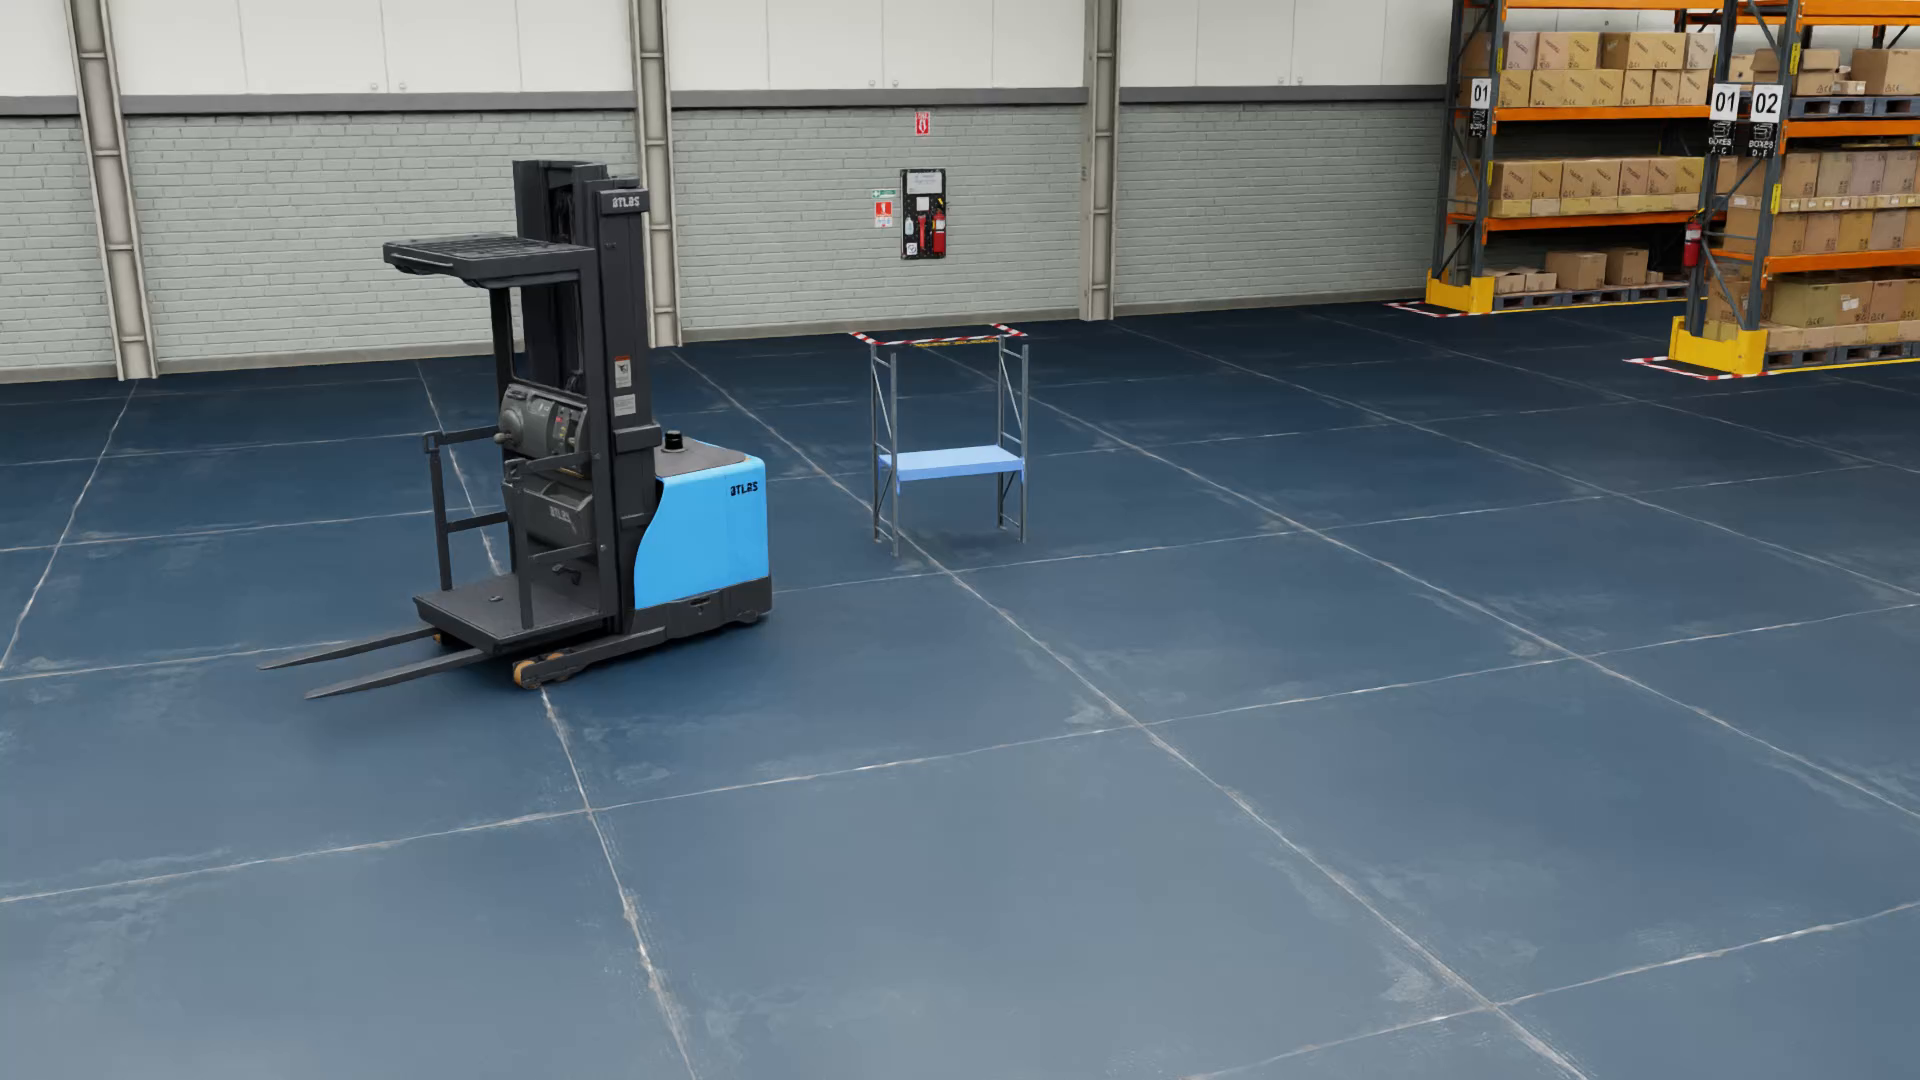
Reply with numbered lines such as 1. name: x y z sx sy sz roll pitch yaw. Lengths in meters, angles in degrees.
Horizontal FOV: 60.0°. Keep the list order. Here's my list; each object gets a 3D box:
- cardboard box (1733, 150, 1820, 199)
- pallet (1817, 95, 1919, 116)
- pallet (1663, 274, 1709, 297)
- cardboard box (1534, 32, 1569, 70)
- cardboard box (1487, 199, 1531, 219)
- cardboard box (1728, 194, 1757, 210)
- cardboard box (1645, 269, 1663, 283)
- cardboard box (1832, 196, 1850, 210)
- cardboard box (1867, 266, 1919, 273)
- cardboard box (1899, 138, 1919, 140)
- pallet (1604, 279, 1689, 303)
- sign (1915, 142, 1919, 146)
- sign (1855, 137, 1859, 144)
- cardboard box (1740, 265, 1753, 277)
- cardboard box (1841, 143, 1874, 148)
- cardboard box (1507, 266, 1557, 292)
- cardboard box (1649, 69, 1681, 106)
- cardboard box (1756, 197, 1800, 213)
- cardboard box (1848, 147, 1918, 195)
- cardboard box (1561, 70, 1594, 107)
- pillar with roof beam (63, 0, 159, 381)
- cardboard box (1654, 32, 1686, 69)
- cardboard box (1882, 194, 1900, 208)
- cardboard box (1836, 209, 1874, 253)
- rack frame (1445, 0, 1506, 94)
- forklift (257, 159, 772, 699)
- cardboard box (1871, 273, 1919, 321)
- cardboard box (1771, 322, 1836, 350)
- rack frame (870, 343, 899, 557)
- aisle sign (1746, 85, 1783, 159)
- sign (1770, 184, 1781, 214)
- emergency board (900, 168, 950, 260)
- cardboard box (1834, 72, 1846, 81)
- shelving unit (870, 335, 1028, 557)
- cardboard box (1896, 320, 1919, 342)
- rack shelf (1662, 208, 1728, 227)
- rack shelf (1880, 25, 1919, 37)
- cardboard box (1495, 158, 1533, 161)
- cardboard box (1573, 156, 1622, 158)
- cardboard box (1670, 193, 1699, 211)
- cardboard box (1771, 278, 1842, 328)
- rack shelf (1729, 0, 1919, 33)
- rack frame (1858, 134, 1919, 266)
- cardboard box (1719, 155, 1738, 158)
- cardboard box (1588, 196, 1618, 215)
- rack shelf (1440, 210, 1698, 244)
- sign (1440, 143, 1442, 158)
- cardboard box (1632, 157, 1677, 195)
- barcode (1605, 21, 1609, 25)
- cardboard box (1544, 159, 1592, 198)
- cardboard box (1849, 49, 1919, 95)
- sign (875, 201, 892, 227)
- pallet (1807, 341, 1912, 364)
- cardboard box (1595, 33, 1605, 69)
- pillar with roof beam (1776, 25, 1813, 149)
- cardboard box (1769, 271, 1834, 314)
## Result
1. cardboard box: 9.404 -4.220 19.166 0.500 0.500 0.700 -6 17 -20
2. pallet: 10.725 -5.086 19.428 1.213 0.211 1.003 -6 17 -20
3. pallet: 11.600 -3.948 25.668 1.213 0.211 1.003 -6 17 -20
4. cardboard box: 8.072 -6.793 23.094 0.500 0.500 0.500 -6 18 -21
5. cardboard box: 7.708 -4.707 23.535 0.500 0.250 0.500 -7 18 -22
6. cardboard box: 9.203 -3.949 19.393 0.250 0.149 0.380 -6 18 -21
7. cardboard box: 10.385 -3.997 25.133 0.250 0.166 0.380 -9 18 -27
8. cardboard box: 10.073 -3.920 19.295 0.250 0.149 0.380 -6 18 -21
9. cardboard box: 11.640 -3.129 20.735 0.500 0.500 0.500 -6 17 -20
10. cardboard box: 15.424 -6.336 26.778 0.500 0.250 0.500 -7 18 -22
11. pallet: 10.259 -3.792 25.137 1.213 0.211 1.003 -6 17 -20
12. sign: 14.812 -5.986 25.745 0.005 0.325 0.100 -6 17 -20
13. sign: 14.407 -6.312 26.713 0.005 0.325 0.100 -6 17 -20
14. cardboard box: 12.019 -4.363 25.787 0.500 0.500 0.700 -7 18 -21
15. cardboard box: 14.002 -6.102 25.943 0.250 0.149 0.380 -9 19 -29
16. cardboard box: 8.349 -3.828 24.303 0.500 0.311 0.500 -5 17 -15
17. cardboard box: 10.014 -6.540 24.010 0.500 0.500 0.500 -8 18 -25
18. cardboard box: 9.358 -3.843 19.033 0.250 0.149 0.380 -6 18 -20
19. cardboard box: 10.832 -4.376 19.698 0.500 0.500 0.700 -6 17 -20
20. cardboard box: 8.538 -6.367 23.419 0.500 0.500 0.500 -5 17 -18
21. pillar with roof beam: -7.785 -5.033 13.766 0.400 9.000 9.100 -6 17 -20
22. cardboard box: 9.992 -7.004 23.813 0.500 0.500 0.500 -5 17 -17
23. cardboard box: 10.794 -3.998 19.560 0.250 0.149 0.380 -6 17 -20
24. cardboard box: 10.309 -3.695 19.681 0.500 0.500 0.700 -6 17 -20
25. rack frame: 7.138 -7.682 22.788 0.127 3.000 1.000 -6 17 -20
26. forklift: -2.638 -0.704 9.792 3.031 2.935 1.130 -15 22 -41
27. cardboard box: 11.358 -2.943 20.101 0.500 0.500 0.500 -6 17 -20
28. cardboard box: 9.960 -2.430 19.684 0.500 0.250 0.500 -6 17 -20
29. rack frame: -0.554 -0.660 12.183 0.032 1.500 0.500 -6 17 -20
30. aisle sign: 8.963 -4.661 18.533 0.004 0.787 0.394 -6 17 -20
31. sign: 9.107 -3.808 18.564 0.005 0.325 0.100 -6 17 -20
32. emergency board: -0.441 -4.258 21.774 0.643 1.169 0.194 -6 17 -20
33. cardboard box: 9.895 -5.322 19.348 0.500 0.250 0.500 -6 17 -20
34. shelving unit: -0.080 -0.711 12.358 1.048 1.500 0.538 -6 17 -20
35. cardboard box: 11.363 -2.580 20.195 0.500 0.250 0.500 -6 17 -20
36. rack shelf: 12.741 -5.064 25.795 4.000 0.370 1.077 -6 17 -20
37. rack shelf: 16.476 -8.153 26.379 4.000 0.370 1.077 -6 17 -20
38. cardboard box: 7.976 -5.253 24.062 0.500 0.500 0.500 -6 17 -19
39. cardboard box: 9.408 -5.412 24.605 0.500 0.500 0.500 -6 17 -19
40. cardboard box: 10.540 -5.017 24.591 0.500 0.250 0.500 -6 17 -20
41. cardboard box: 9.961 -2.789 19.577 0.500 0.500 0.500 -6 17 -20
42. rack shelf: 10.782 -6.044 19.195 4.000 0.370 1.077 -6 17 -20
43. rack frame: 14.609 -5.610 26.380 0.127 3.000 1.000 -6 17 -20
44. cardboard box: 11.885 -5.563 25.260 0.500 0.500 0.700 -4 17 -14
45. cardboard box: 9.138 -4.863 24.067 0.500 0.250 0.500 -6 17 -20
46. rack shelf: 9.006 -4.660 24.421 4.000 0.370 1.077 -6 17 -20
47. sign: 6.959 -5.659 23.930 0.005 0.325 0.100 -6 17 -20
48. cardboard box: 10.079 -5.324 24.303 0.500 0.500 0.500 -6 17 -20
49. barcode: 9.422 -7.531 24.224 0.075 0.075 0.001 -6 17 -20
50. cardboard box: 8.642 -5.168 23.773 0.500 0.500 0.500 -7 18 -22
51. cardboard box: 10.563 -5.352 19.006 0.500 0.500 0.500 -6 17 -20
52. sign: -0.995 -4.247 21.672 0.234 0.329 0.001 -6 17 -20
53. pallet: 10.751 -2.373 20.304 1.213 0.211 1.003 -6 17 -20
54. cardboard box: 8.894 -7.043 23.948 0.500 0.500 0.500 -6 17 -20
55. pillar with roof beam: 14.626 -7.453 22.006 0.400 9.000 9.100 -6 17 -20
56. cardboard box: 10.237 -2.980 20.226 0.500 0.500 0.500 -6 17 -20
